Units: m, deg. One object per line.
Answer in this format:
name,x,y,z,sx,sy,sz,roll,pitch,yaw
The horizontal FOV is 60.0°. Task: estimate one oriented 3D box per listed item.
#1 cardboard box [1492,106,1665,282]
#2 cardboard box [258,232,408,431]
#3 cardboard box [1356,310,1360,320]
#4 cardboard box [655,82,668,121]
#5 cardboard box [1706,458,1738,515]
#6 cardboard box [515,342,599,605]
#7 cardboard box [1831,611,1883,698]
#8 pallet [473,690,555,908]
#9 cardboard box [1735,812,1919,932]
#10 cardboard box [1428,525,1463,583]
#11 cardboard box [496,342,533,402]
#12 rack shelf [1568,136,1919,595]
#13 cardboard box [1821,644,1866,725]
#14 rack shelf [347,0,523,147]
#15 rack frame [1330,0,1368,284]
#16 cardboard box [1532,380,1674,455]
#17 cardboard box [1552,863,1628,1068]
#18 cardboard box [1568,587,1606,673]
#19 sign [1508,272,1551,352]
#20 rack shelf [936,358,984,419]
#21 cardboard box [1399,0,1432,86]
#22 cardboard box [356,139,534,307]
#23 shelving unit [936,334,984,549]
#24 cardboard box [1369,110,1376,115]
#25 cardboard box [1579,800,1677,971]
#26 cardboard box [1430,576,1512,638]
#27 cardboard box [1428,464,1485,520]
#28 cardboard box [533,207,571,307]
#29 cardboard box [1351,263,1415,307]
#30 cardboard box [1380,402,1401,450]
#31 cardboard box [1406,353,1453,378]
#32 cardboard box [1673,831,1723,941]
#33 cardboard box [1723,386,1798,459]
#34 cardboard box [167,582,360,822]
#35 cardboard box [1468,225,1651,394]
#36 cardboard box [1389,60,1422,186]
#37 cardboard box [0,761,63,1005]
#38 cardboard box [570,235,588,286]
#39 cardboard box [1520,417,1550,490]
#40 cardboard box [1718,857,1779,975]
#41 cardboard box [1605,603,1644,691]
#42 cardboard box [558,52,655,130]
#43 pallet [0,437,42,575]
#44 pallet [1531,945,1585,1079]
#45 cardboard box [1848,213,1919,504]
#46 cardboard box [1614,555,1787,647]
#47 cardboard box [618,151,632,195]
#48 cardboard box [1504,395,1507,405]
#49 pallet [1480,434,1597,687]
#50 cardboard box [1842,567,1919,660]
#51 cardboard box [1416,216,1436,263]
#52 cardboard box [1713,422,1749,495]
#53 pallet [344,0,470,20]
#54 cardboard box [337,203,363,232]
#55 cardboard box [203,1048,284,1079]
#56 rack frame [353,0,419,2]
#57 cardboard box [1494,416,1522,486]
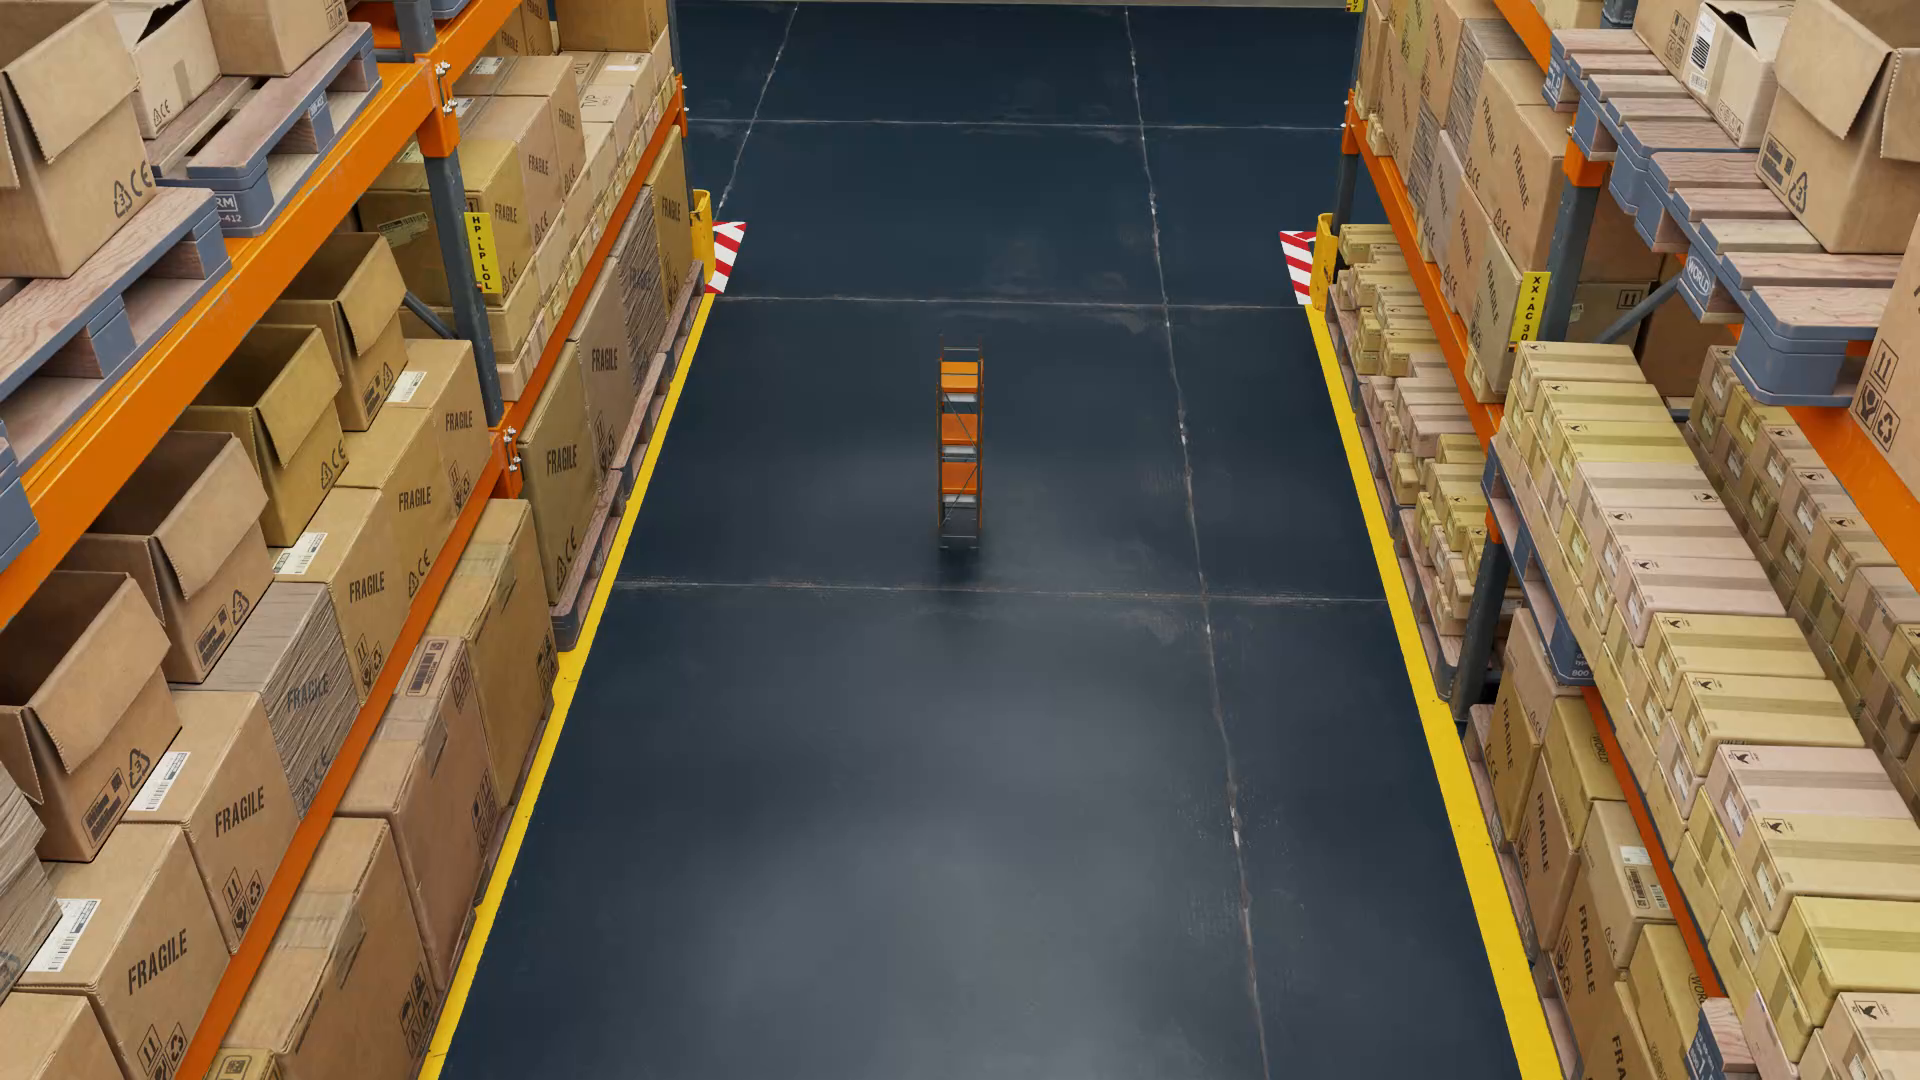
cardboard box,2.370,-1.314,6.296,0.500,0.500,0.500,0,35,0
cardboard box,-2.348,-0.723,5.711,0.797,0.503,0.637,0,35,1
cardboard box,2.513,-1.324,9.639,0.380,0.149,0.250,1,35,2
cardboard box,-1.864,-2.473,9.378,0.380,0.149,0.250,2,35,2
cardboard box,2.794,-0.153,5.713,0.380,0.149,0.250,2,35,2
cardboard box,-2.224,-0.319,7.578,0.875,0.875,0.875,1,35,2
cardboard box,2.754,0.333,4.761,0.380,0.149,0.250,1,35,2
pallet,-2.286,0.947,6.719,1.003,0.211,1.213,1,35,2
cardboard box,2.052,0.779,3.869,0.380,0.149,0.250,2,35,3
cardboard box,2.315,0.062,7.408,0.380,0.149,0.250,0,35,0
cardboard box,-1.986,-0.699,6.854,0.380,0.149,0.250,1,35,2
rack shelf,2.541,-0.250,4.014,1.077,0.370,4.000,1,35,2
cardboard box,2.754,0.446,4.860,0.380,0.149,0.250,3,35,4
rack shelf,-2.250,-2.721,7.530,1.077,0.370,4.000,1,35,2
rack frame,2.782,-2.765,9.575,1.000,3.000,0.127,1,35,2
cardboard box,2.141,-0.403,5.550,0.380,0.149,0.250,2,35,3
cardboard box,2.300,1.408,5.446,0.500,0.500,0.500,2,35,3
cardboard box,2.106,0.274,5.105,0.380,0.149,0.250,0,35,0
sign,2.079,-0.829,6.068,0.100,0.325,0.005,1,35,2
rack shelf,0.002,-0.684,7.835,0.215,0.259,0.240,1,35,2
cardboard box,2.442,-2.496,7.978,0.500,0.500,0.500,1,35,1
cardboard box,-2.056,-1.275,6.676,0.500,0.500,0.500,1,35,2
shelving unit,0.002,-0.460,7.992,0.215,1.050,0.252,1,35,2
cardboard box,2.473,-2.336,9.184,0.380,0.149,0.250,3,35,4
cardboard box,2.284,1.095,5.240,0.500,0.250,0.500,3,35,4
cardboard box,2.297,0.295,7.336,0.380,0.149,0.250,2,35,2
cardboard box,2.349,-0.217,7.546,0.380,0.149,0.250,1,35,1
cardboard box,-2.025,-1.249,7.290,0.500,0.250,0.500,1,35,2
cardboard box,2.393,-1.417,9.255,0.380,0.149,0.250,1,35,2
cardboard box,2.393,-0.587,8.591,0.380,0.149,0.250,1,35,2
cardboard box,2.474,-0.817,8.401,0.380,0.149,0.250,1,35,2
cardboard box,2.066,0.880,4.242,0.380,0.149,0.250,0,35,0
cardboard box,2.791,-0.389,5.531,0.380,0.149,0.250,0,35,0
cardboard box,-2.142,0.467,4.890,0.500,0.500,0.500,1,35,2
cardboard box,2.359,-0.913,6.595,0.500,0.500,0.500,1,35,2
cardboard box,2.460,-2.086,8.264,0.500,0.500,0.500,2,35,3
cardboard box,-2.445,0.788,3.561,0.797,0.503,0.637,2,35,3
cardboard box,-1.947,-1.299,7.708,0.380,0.149,0.250,1,35,1
cardboard box,2.138,-0.293,5.652,0.380,0.149,0.250,1,35,1
cardboard box,2.053,0.898,3.958,0.380,0.149,0.250,1,35,2
cardboard box,2.098,0.312,4.791,0.380,0.149,0.250,1,35,1
cardboard box,-1.945,-2.422,8.959,0.500,0.250,0.500,1,35,1
pallet,-2.518,0.138,3.001,1.213,0.211,1.003,3,35,4
pallet,2.545,1.825,5.470,1.003,0.211,1.213,1,35,2
cardboard box,2.261,-0.345,3.437,0.500,0.500,0.500,1,35,2
cardboard box,2.095,0.180,4.721,0.380,0.149,0.250,3,35,4
cardboard box,-1.904,-1.886,8.544,0.380,0.149,0.250,1,35,2
cardboard box,2.399,-0.533,6.618,0.380,0.149,0.250,1,35,1
pallet,2.445,0.048,5.740,1.003,0.211,1.213,1,35,2
cardboard box,2.747,0.205,4.685,0.380,0.149,0.250,0,35,0
cardboard box,2.390,-1.433,7.899,0.380,0.149,0.250,2,35,3
cardboard box,2.793,-0.273,5.624,0.380,0.149,0.250,2,35,2
pallet,-2.287,-2.300,6.382,1.003,0.211,1.213,1,35,2
cardboard box,-2.579,-1.276,6.677,0.500,0.500,0.500,2,35,3
cardboard box,-2.443,1.961,4.334,1.225,0.875,0.875,0,35,0
rack frame,-2.330,-3.094,4.826,1.000,3.000,0.127,1,35,2
cardboard box,2.146,-0.320,5.950,0.380,0.149,0.250,0,35,0
